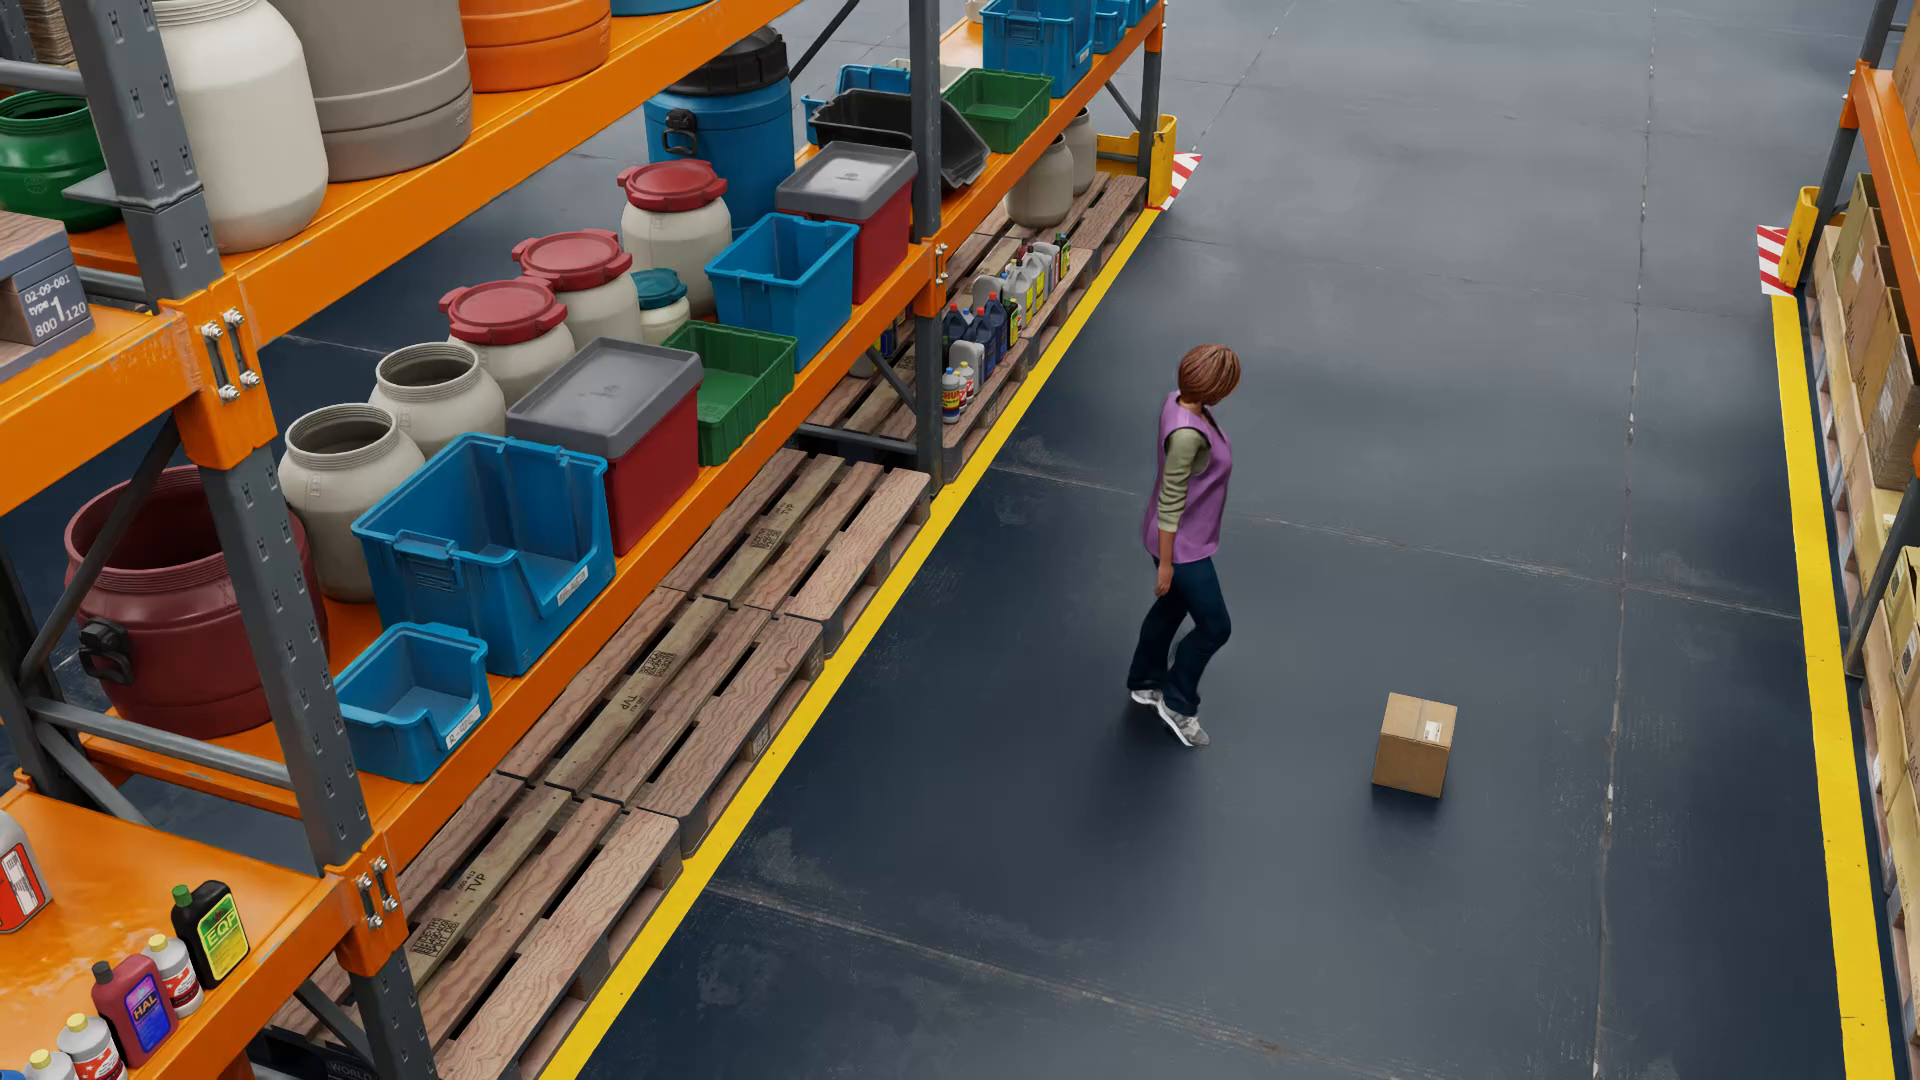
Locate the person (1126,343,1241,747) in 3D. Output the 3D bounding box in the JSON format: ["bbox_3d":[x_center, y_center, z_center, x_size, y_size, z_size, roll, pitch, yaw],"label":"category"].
[{"bbox_3d":[0.835,0.042,6.129,0.370,1.620,0.453,4,34,6],"label":"person"}]
